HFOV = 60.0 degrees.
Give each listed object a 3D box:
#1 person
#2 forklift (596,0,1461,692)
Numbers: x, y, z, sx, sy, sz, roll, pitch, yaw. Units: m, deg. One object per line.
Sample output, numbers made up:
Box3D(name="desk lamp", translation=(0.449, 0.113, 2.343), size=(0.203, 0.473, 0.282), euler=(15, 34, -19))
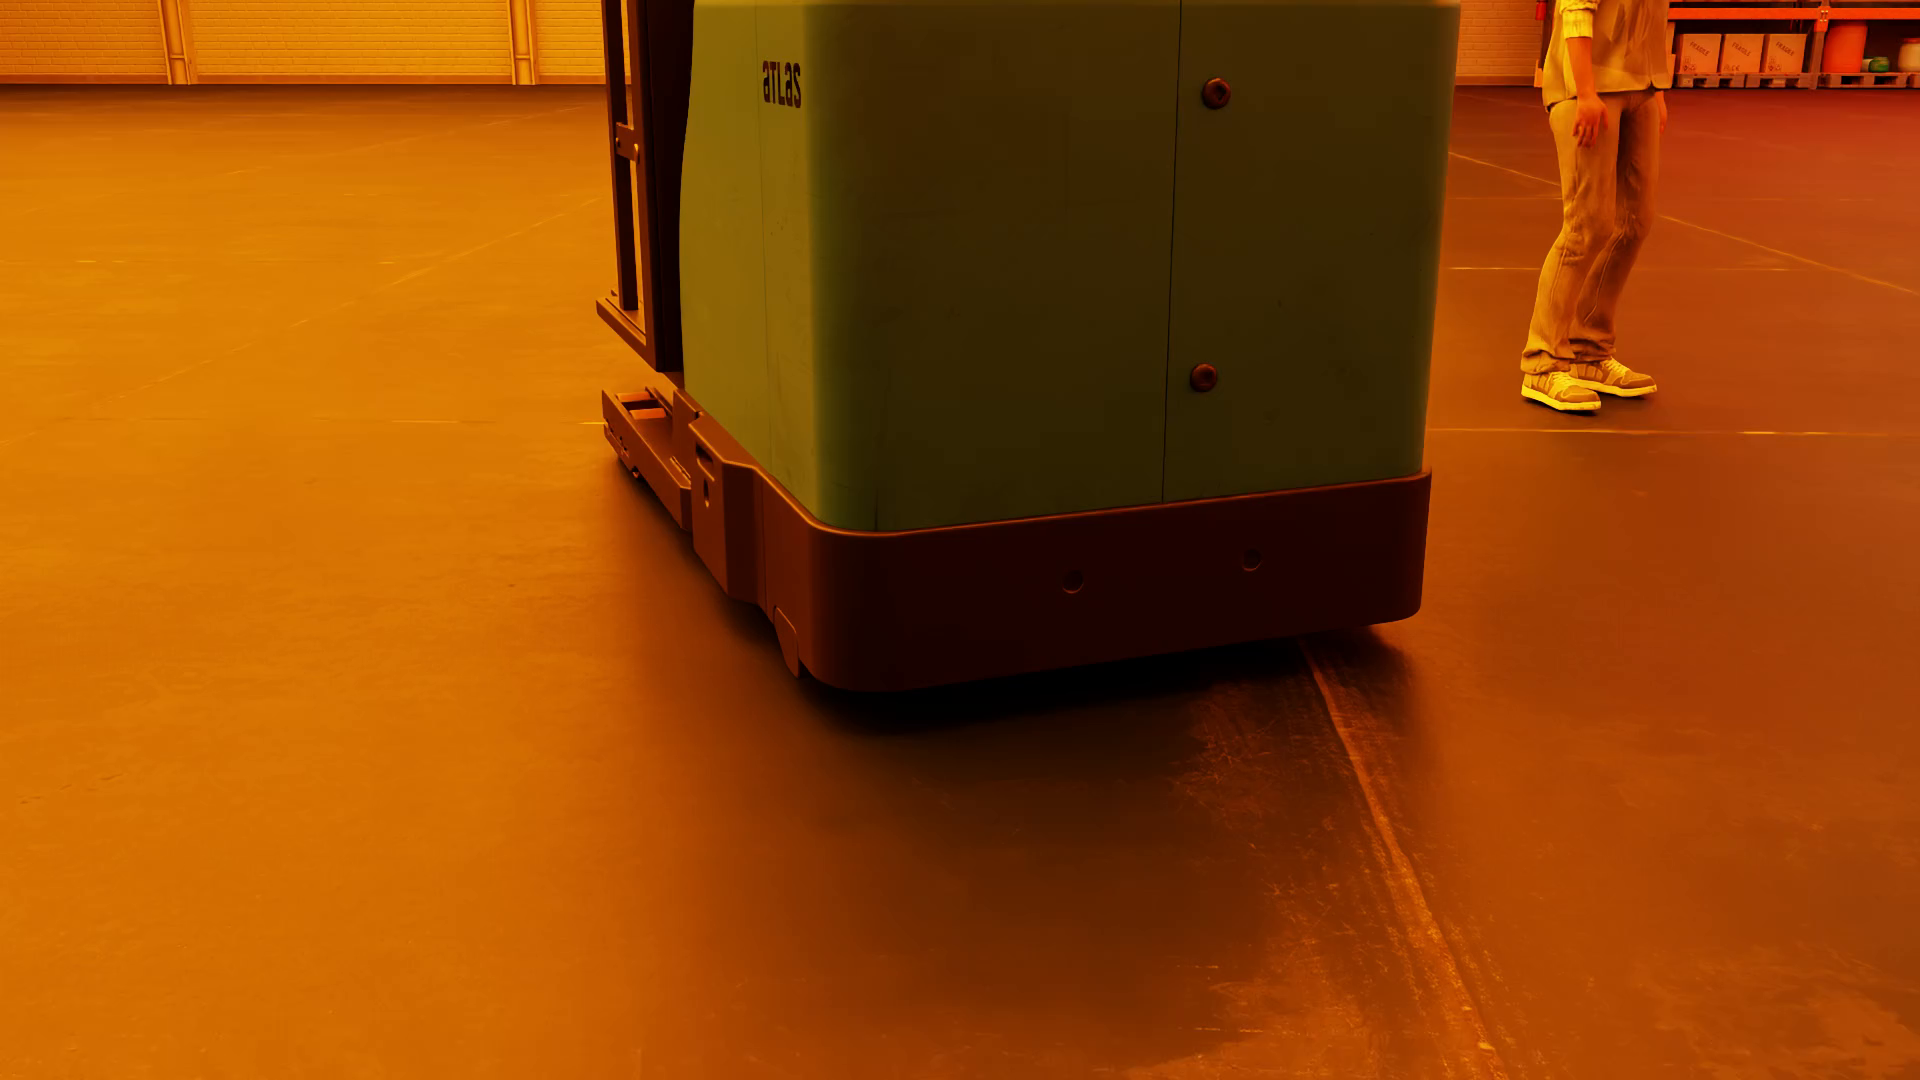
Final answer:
Box3D(name="person", translation=(1.745, -1.166, 4.444), size=(0.485, 1.592, 0.347), euler=(-15, 23, -40))
Box3D(name="forklift", translation=(-0.220, -1.575, 3.501), size=(1.130, 2.935, 3.031), euler=(-6, 18, -19))
